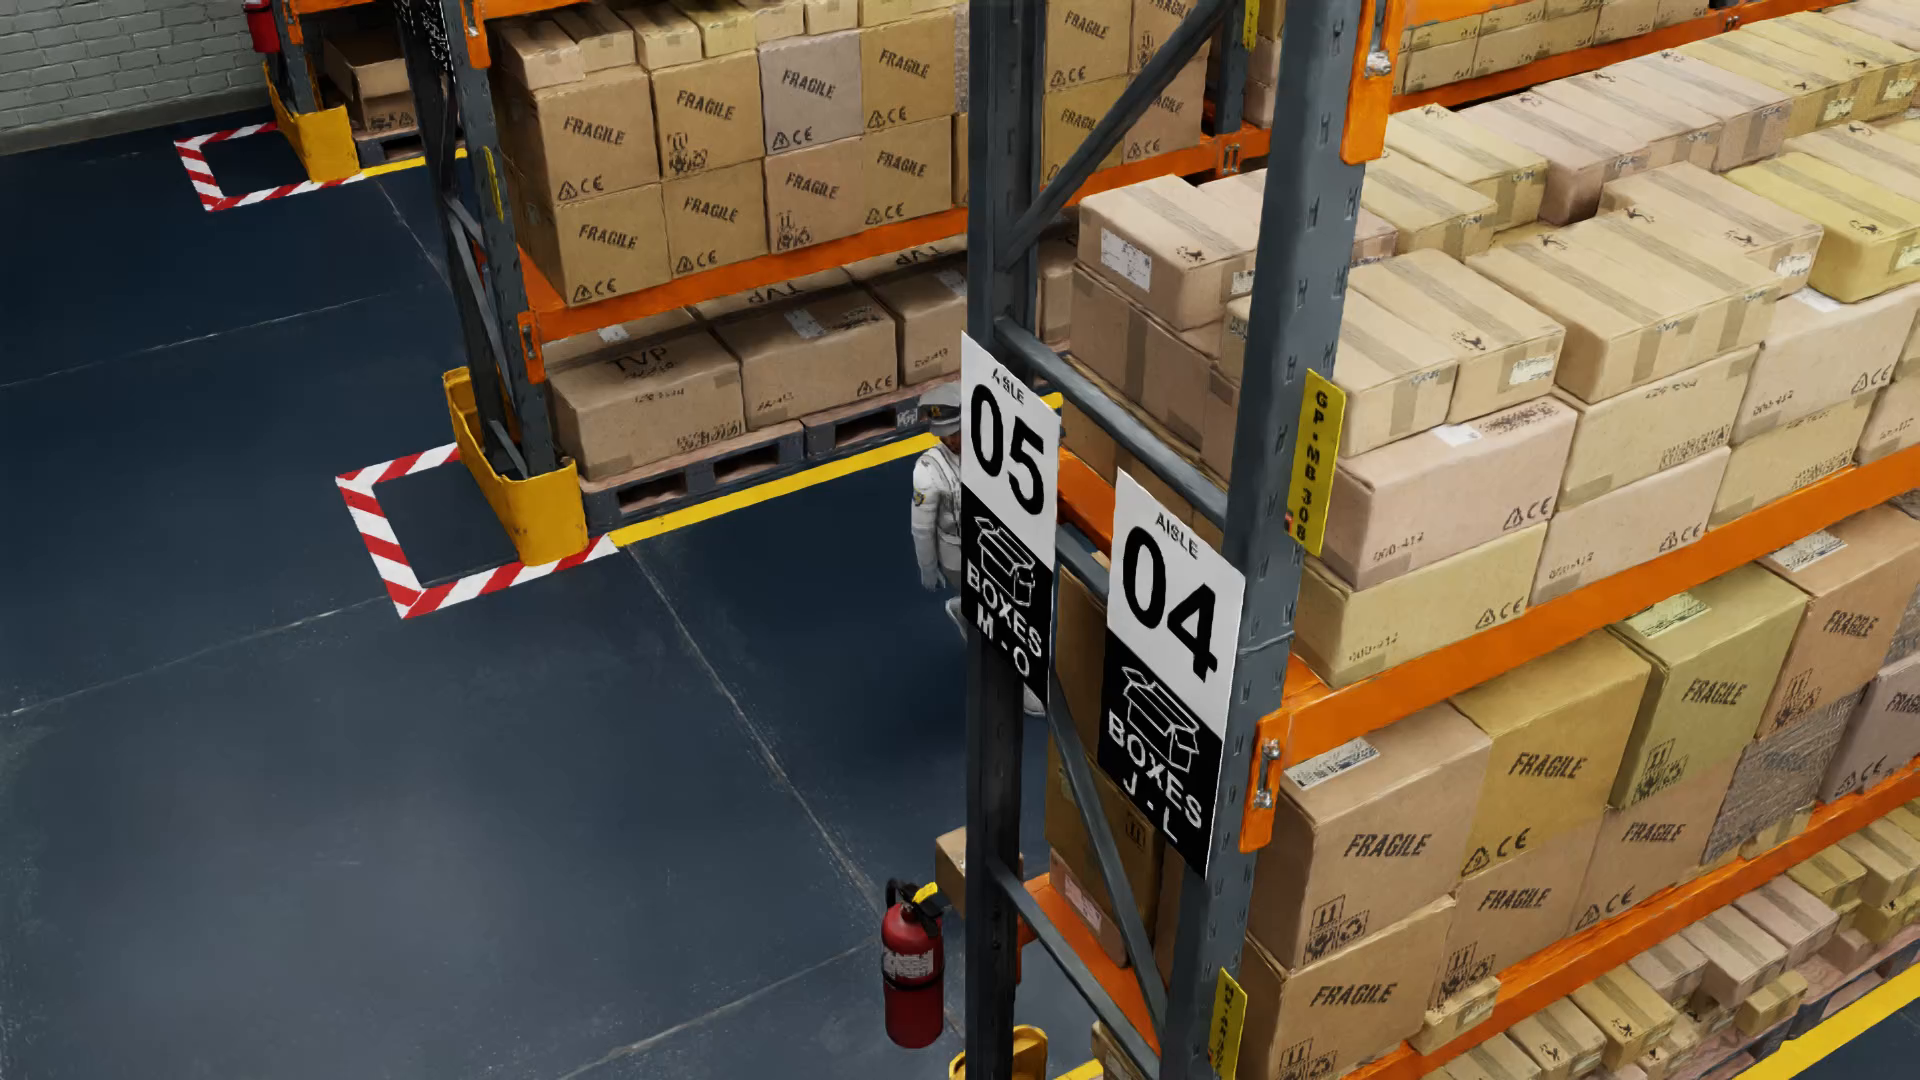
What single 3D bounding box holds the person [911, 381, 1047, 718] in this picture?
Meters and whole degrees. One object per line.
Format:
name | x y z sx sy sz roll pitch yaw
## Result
person | 0.075 0.047 6.887 0.520 1.623 0.659 -28 45 -32
